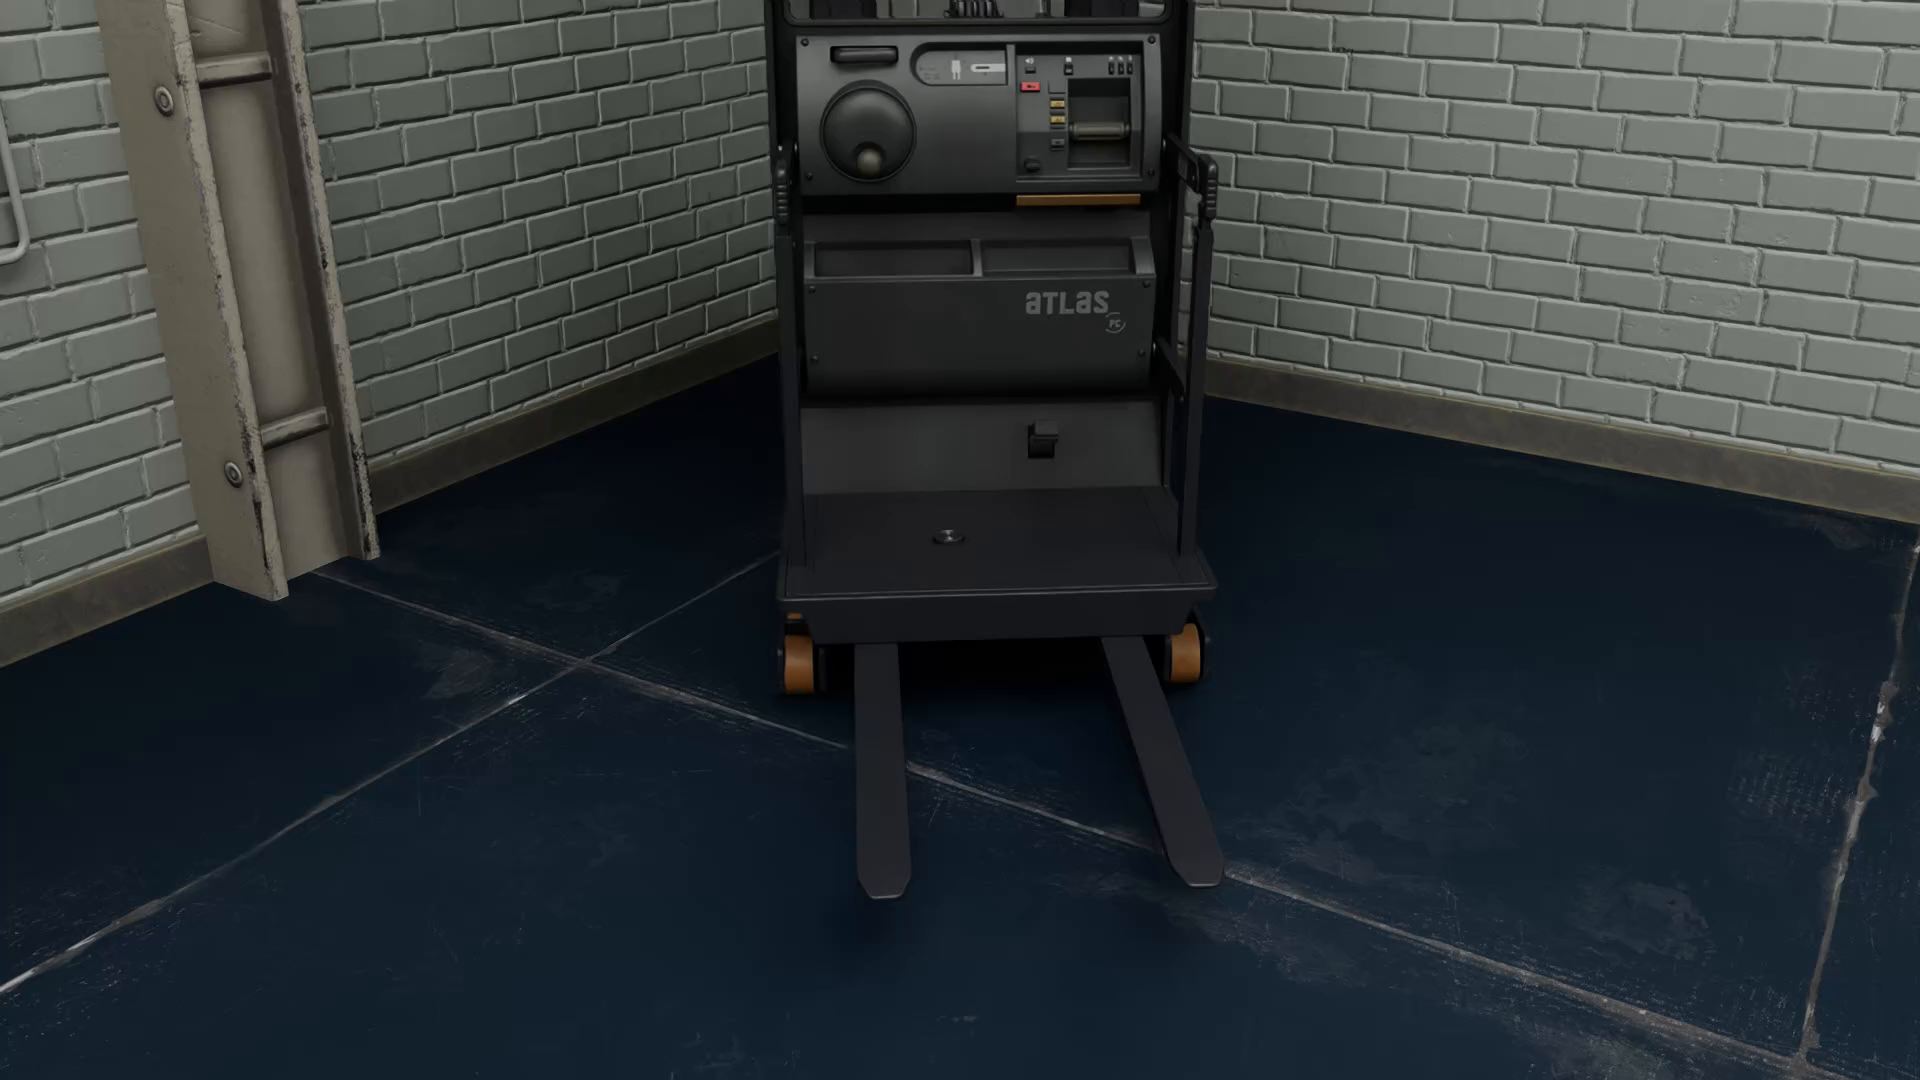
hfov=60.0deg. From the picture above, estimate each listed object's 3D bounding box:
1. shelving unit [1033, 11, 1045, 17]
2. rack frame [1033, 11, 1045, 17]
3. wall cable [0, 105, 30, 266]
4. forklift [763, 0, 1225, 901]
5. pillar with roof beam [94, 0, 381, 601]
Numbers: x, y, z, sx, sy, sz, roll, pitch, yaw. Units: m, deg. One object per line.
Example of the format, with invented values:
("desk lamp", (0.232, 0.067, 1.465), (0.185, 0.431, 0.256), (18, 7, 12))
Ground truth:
("shelving unit", (0.394, -1.203, 6.132), (0.755, 1.500, 0.431), (-21, 31, -40))
("rack frame", (0.133, -1.104, 5.895), (0.023, 1.500, 0.400), (-21, 31, -40))
("wall cable", (-2.839, -1.301, 3.200), (0.084, 1.984, 1.851), (14, 27, 29))
("forklift", (0.066, -1.074, 4.042), (1.130, 2.935, 3.031), (-1, 23, -3))
("pillar with roof beam", (1.636, -3.147, 1.193), (9.100, 9.000, 0.400), (14, 27, 29))
